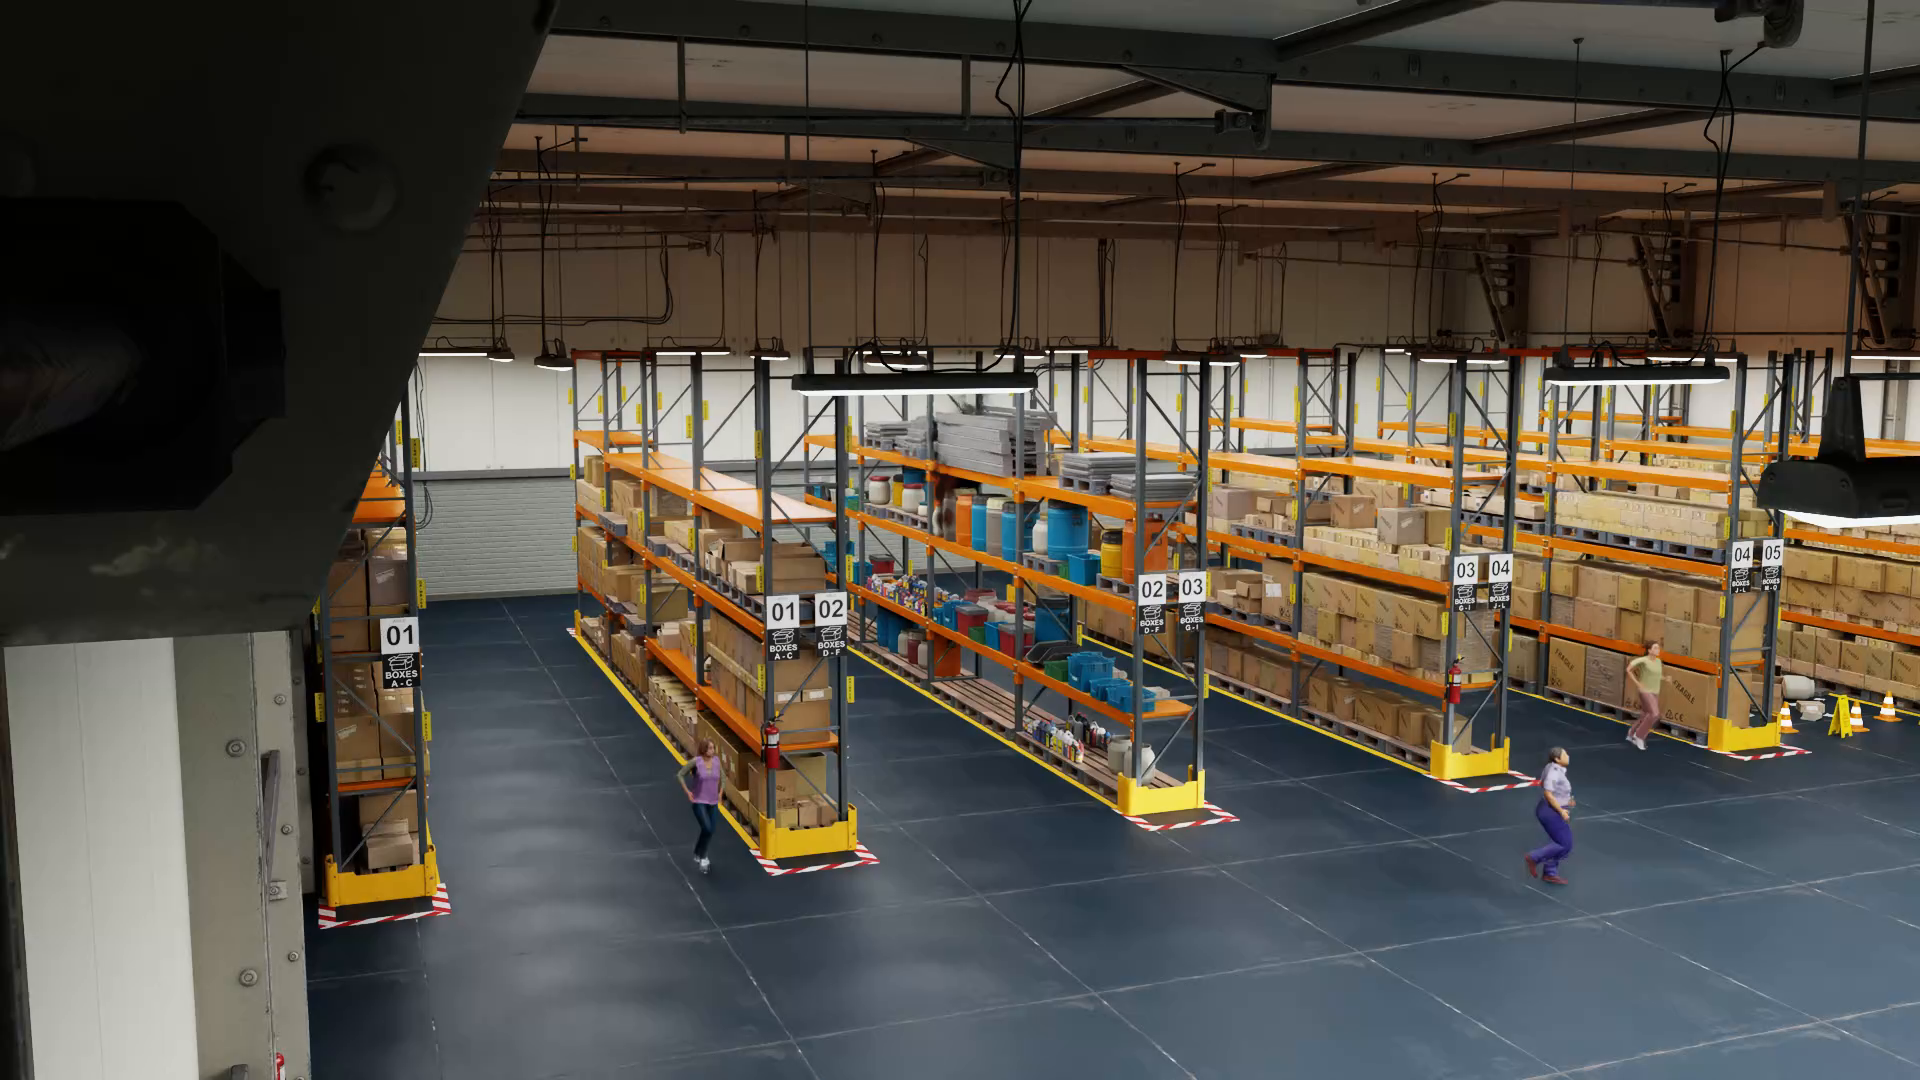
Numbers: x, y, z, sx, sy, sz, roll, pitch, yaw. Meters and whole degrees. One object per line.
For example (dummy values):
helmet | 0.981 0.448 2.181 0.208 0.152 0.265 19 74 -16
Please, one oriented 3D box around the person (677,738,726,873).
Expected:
person | -3.004 3.115 19.622 0.549 1.579 0.613 -5 9 -34

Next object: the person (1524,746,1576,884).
person | 6.815 3.167 19.199 0.596 1.620 0.600 1 7 9

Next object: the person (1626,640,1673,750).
person | 10.551 2.364 25.465 0.574 1.670 0.656 -4 8 -28
